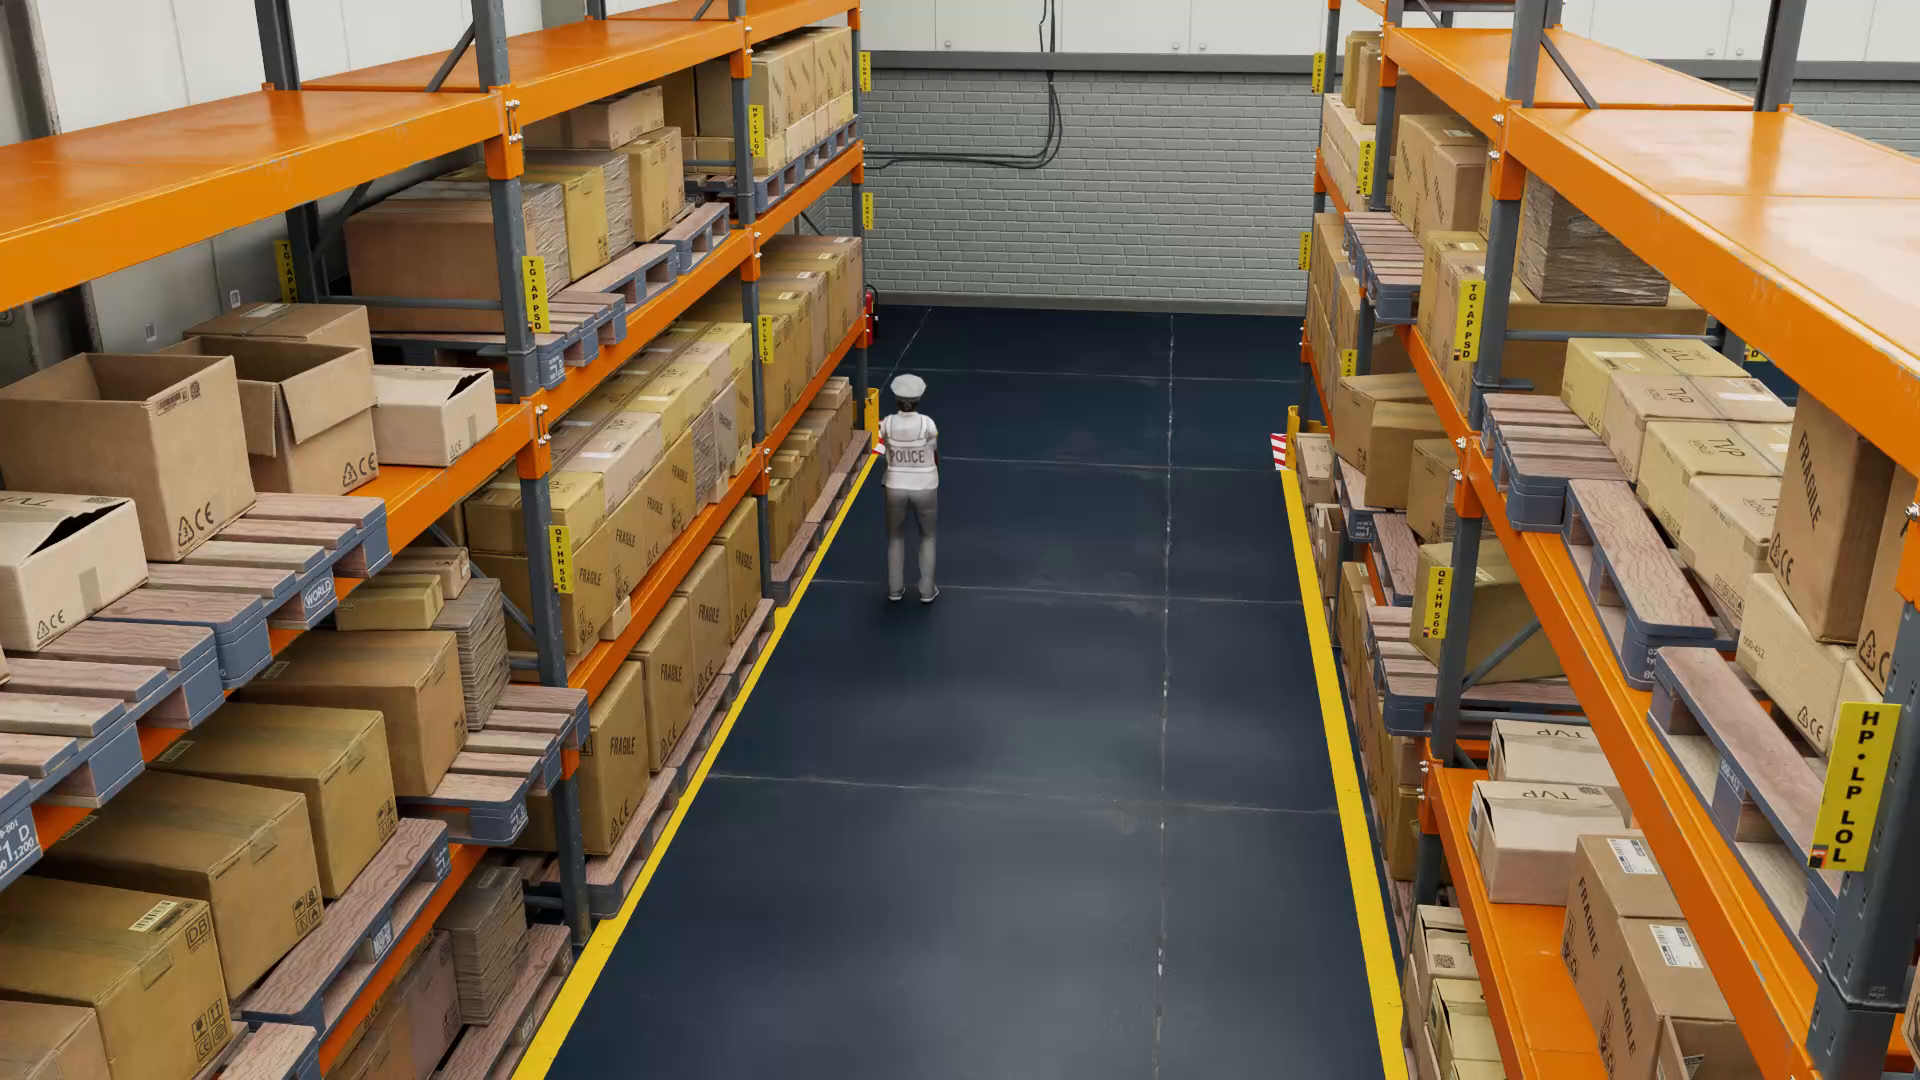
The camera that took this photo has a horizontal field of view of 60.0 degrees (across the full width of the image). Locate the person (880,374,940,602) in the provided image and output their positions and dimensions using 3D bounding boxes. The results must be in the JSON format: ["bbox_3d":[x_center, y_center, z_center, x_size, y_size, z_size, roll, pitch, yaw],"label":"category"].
[{"bbox_3d":[-0.352,-0.391,12.059,0.423,1.691,0.522,2,21,6],"label":"person"}]
